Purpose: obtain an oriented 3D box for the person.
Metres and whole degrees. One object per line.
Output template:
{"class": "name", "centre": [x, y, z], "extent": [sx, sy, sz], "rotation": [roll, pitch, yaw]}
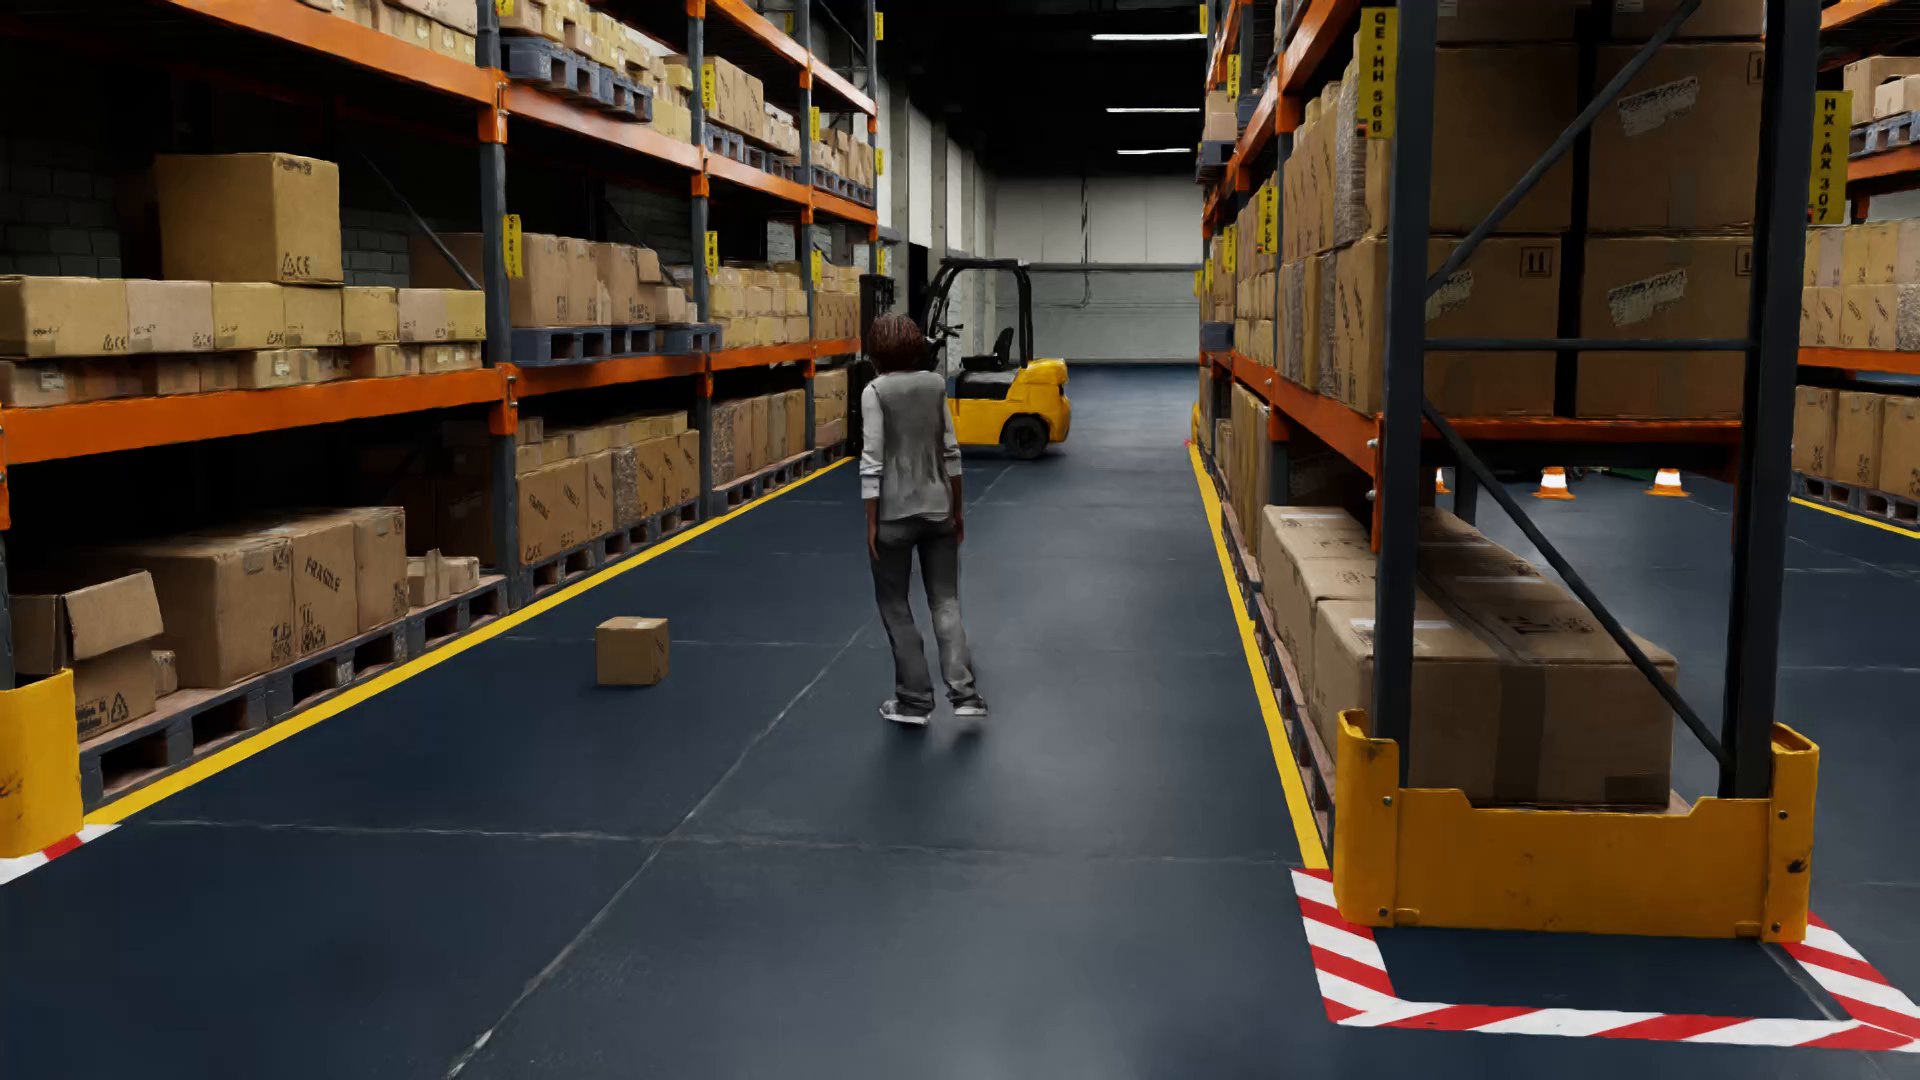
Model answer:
{"class": "person", "centre": [-0.145, -0.066, 6.332], "extent": [0.470, 1.587, 0.499], "rotation": [-4, 9, -28]}
